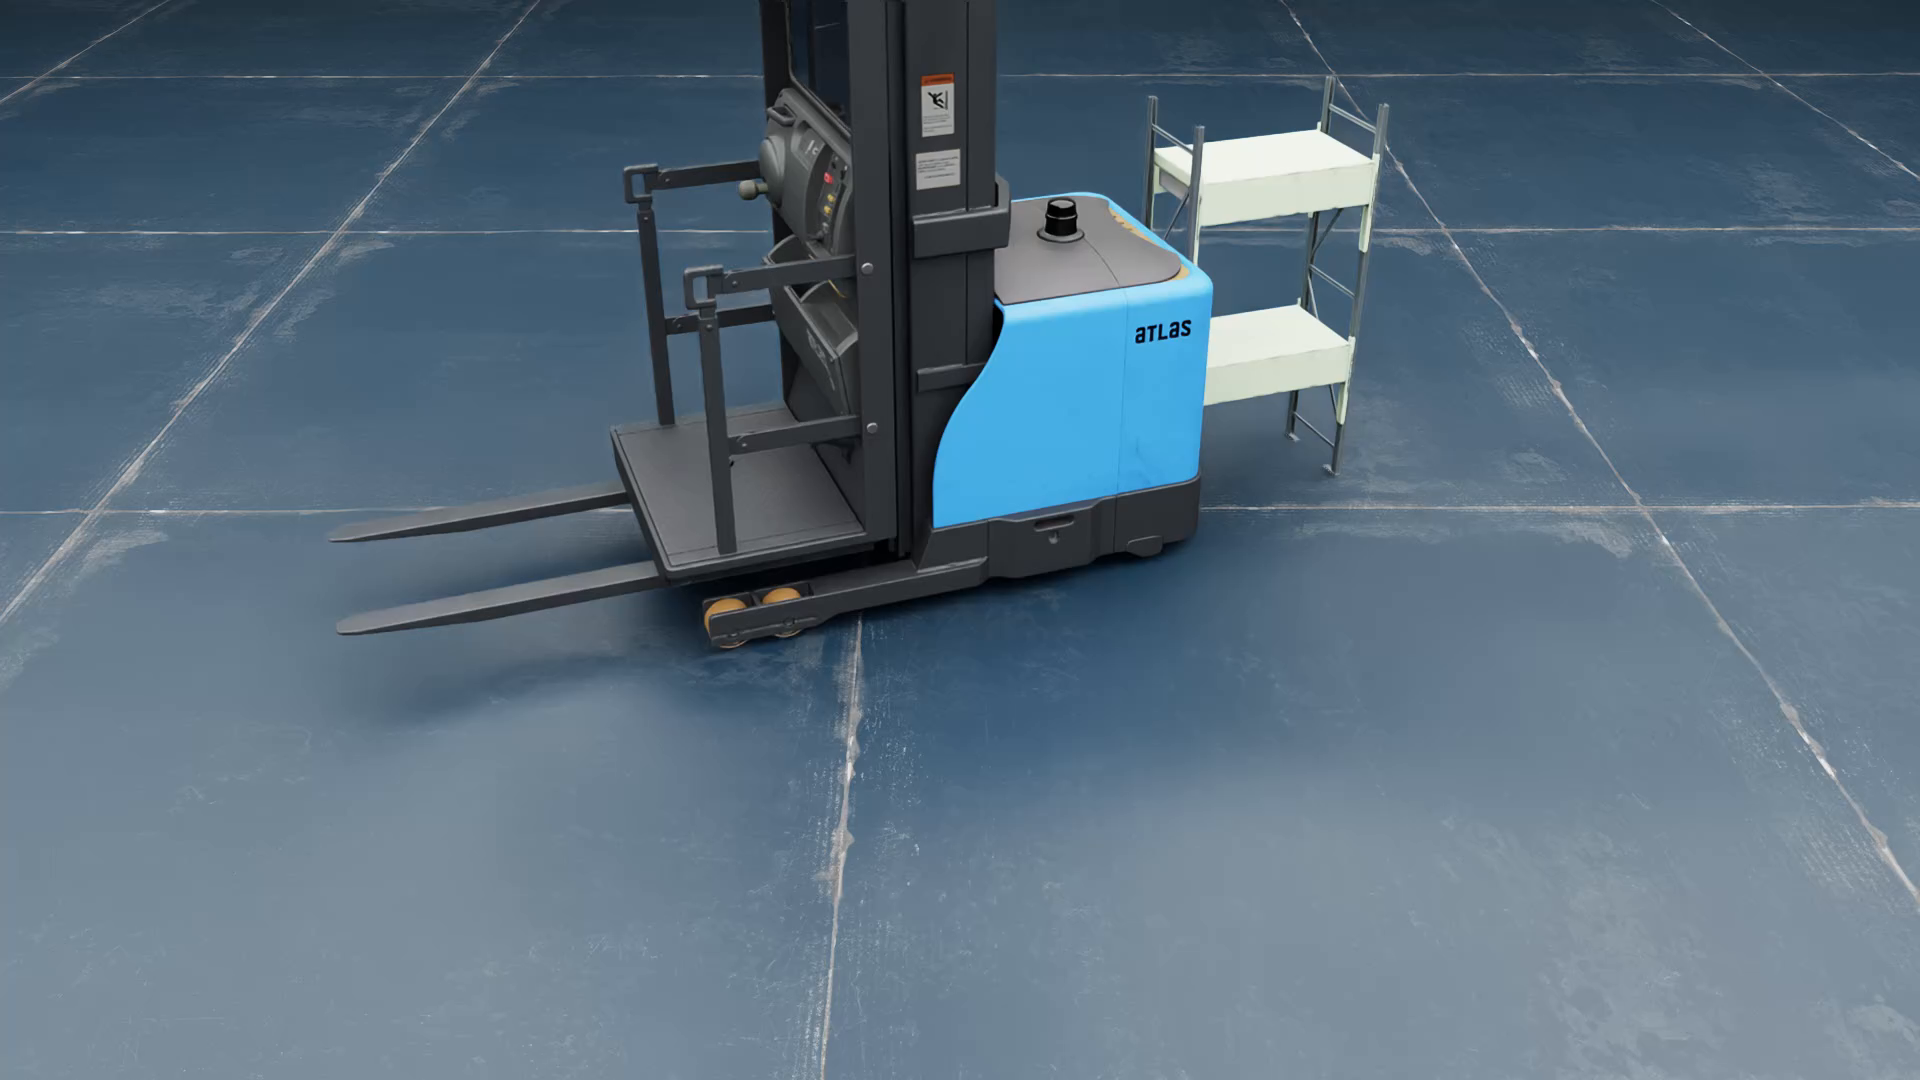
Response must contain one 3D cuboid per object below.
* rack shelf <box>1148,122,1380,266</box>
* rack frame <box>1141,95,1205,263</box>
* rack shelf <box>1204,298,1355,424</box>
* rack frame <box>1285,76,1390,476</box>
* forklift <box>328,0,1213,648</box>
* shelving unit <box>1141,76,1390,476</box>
[{"bbox_3d":[1.102,-1.264,6.134,0.720,0.370,0.431,-11,33,-17],"label":"rack shelf"},{"bbox_3d":[0.758,-0.865,6.229,0.023,1.500,0.400,-11,33,-17],"label":"rack frame"},{"bbox_3d":[1.102,-0.651,6.506,0.720,0.370,0.431,-11,33,-17],"label":"rack shelf"},{"bbox_3d":[1.446,-0.995,6.444,0.023,1.500,0.400,-11,33,-17],"label":"rack frame"},{"bbox_3d":[-0.690,-1.195,5.394,3.031,2.935,1.130,-11,33,-17],"label":"forklift"},{"bbox_3d":[1.102,-0.930,6.337,0.755,1.500,0.431,-11,33,-17],"label":"shelving unit"}]
